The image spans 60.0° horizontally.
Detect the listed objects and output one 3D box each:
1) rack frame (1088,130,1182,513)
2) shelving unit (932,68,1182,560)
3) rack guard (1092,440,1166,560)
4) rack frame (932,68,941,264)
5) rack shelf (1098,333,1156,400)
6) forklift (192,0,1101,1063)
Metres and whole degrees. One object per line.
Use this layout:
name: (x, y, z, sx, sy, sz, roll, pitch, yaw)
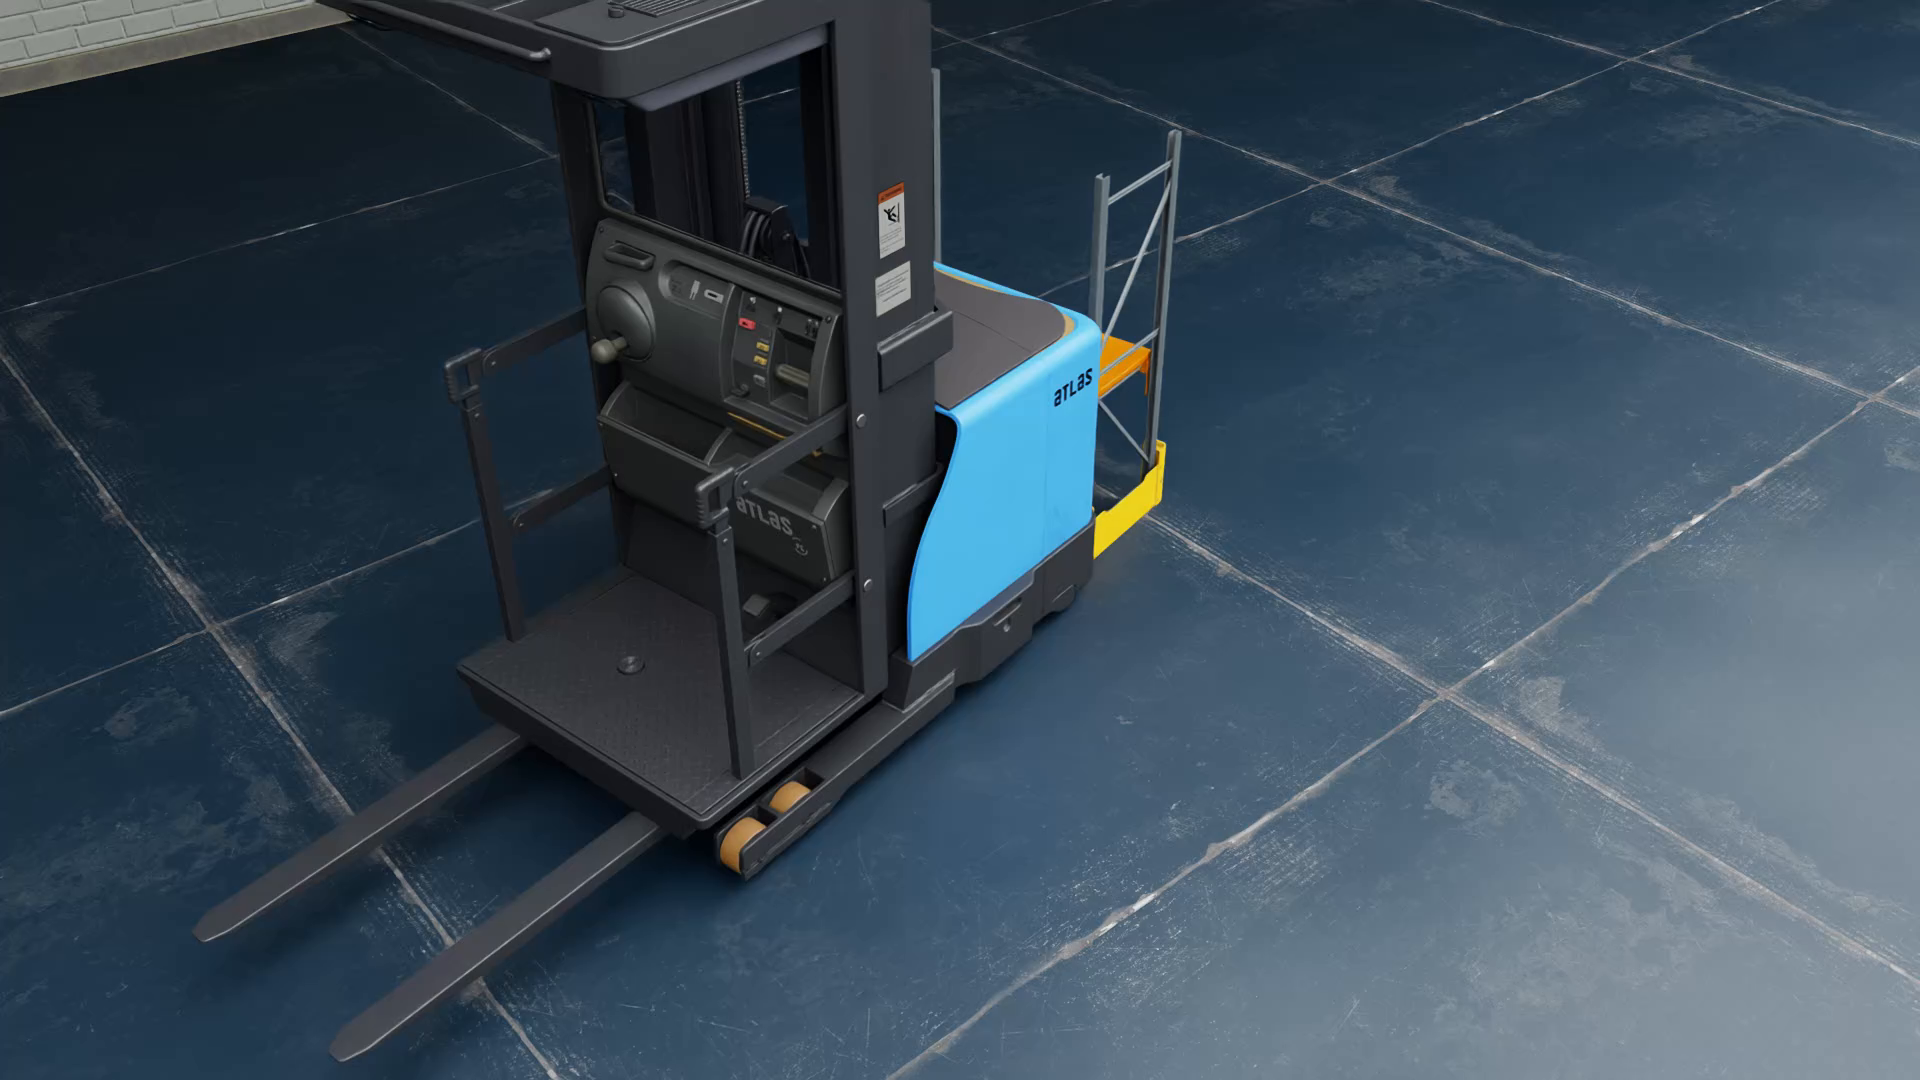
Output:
rack frame: (0.588, -0.651, 5.872, 0.032, 1.500, 0.500, 23, 41, 29)
shelving unit: (0.185, -0.822, 6.112, 1.083, 1.500, 0.587, 23, 41, 29)
rack guard: (0.587, -0.142, 6.234, 0.087, 0.250, 0.587, 23, 41, 29)
rack frame: (-0.233, -0.998, 6.362, 0.032, 1.500, 0.500, 23, 41, 29)
rack shelf: (0.177, -0.678, 6.221, 1.000, 0.185, 0.538, 23, 41, 29)
forklift: (-0.833, -0.541, 4.479, 1.130, 2.935, 3.031, 25, 42, 30)
